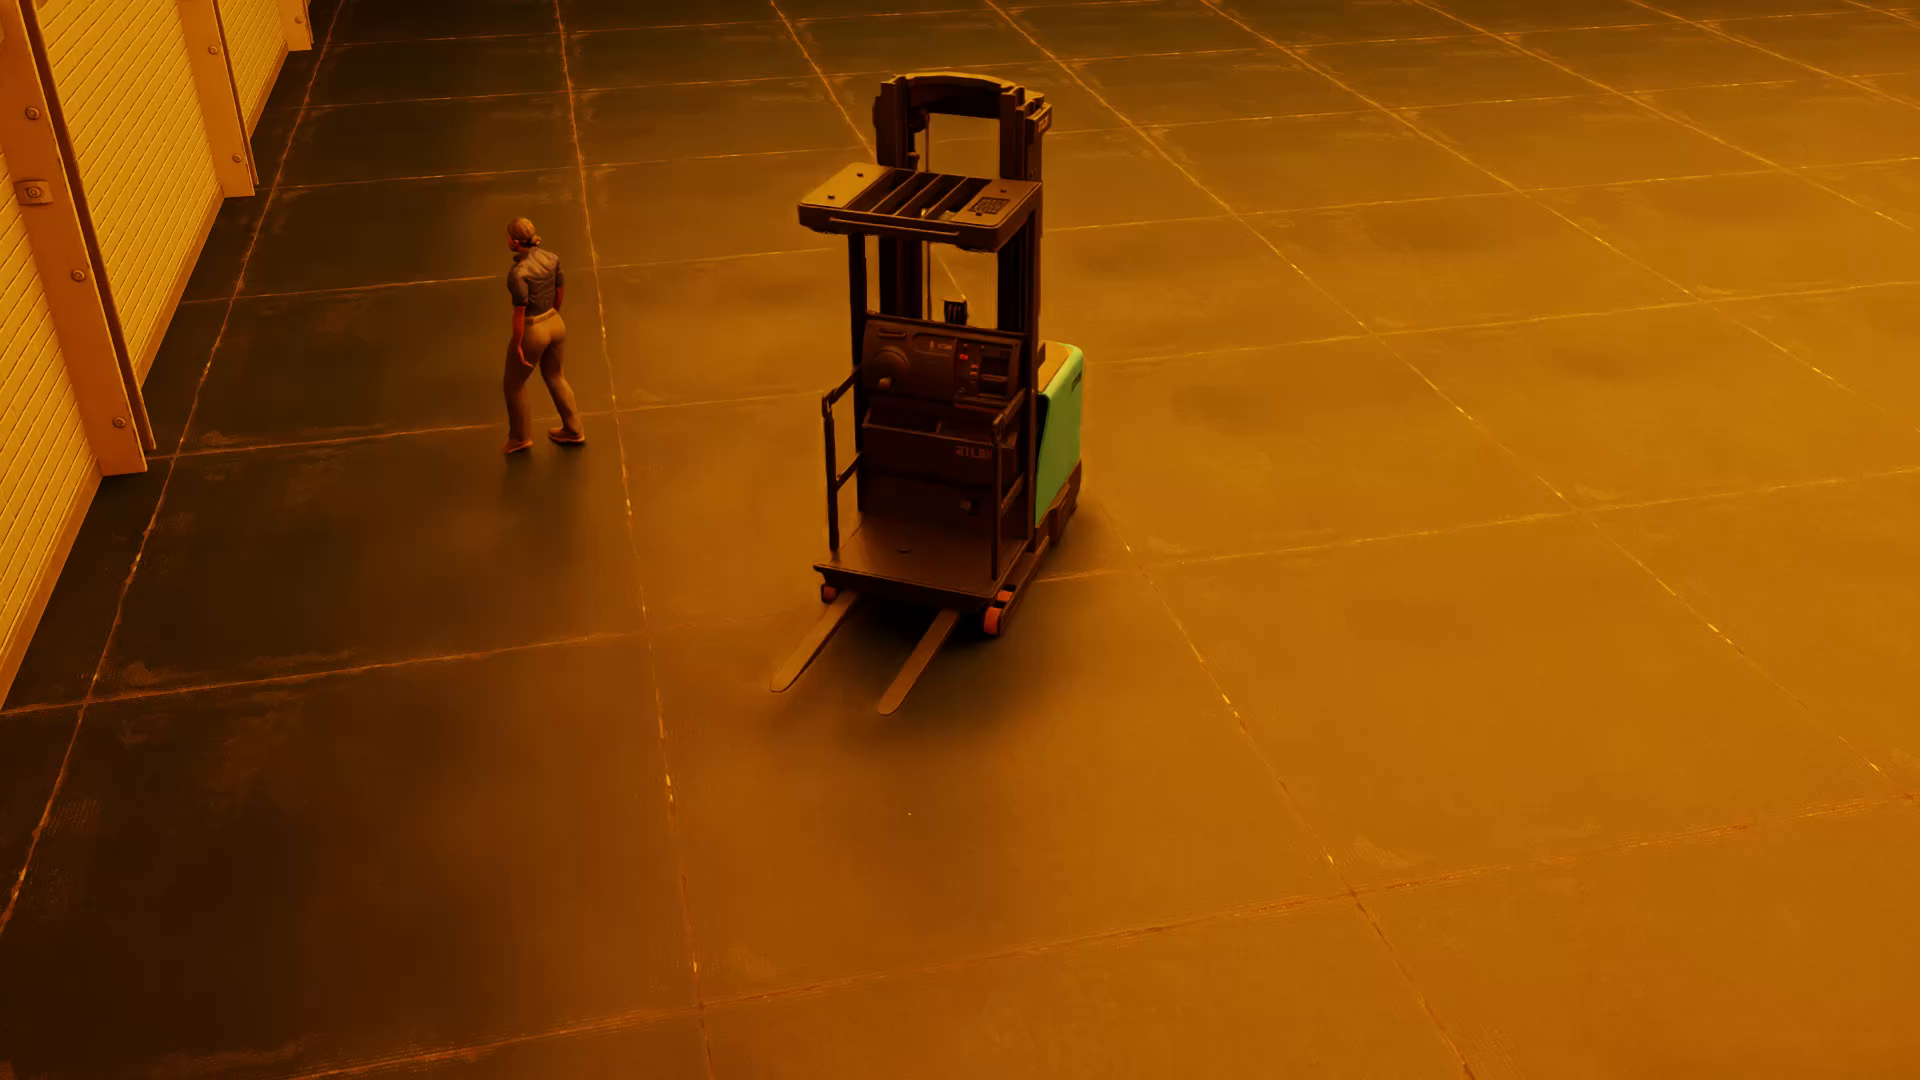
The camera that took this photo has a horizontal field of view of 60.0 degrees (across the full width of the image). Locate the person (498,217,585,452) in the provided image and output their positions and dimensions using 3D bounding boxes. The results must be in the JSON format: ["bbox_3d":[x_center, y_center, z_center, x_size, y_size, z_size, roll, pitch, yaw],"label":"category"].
[{"bbox_3d":[-2.916,-1.386,11.310,0.517,1.698,0.546,15,33,24],"label":"person"}]

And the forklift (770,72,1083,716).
[{"bbox_3d":[-0.179,-0.949,9.214,1.130,2.935,3.031,10,32,17],"label":"forklift"}]
